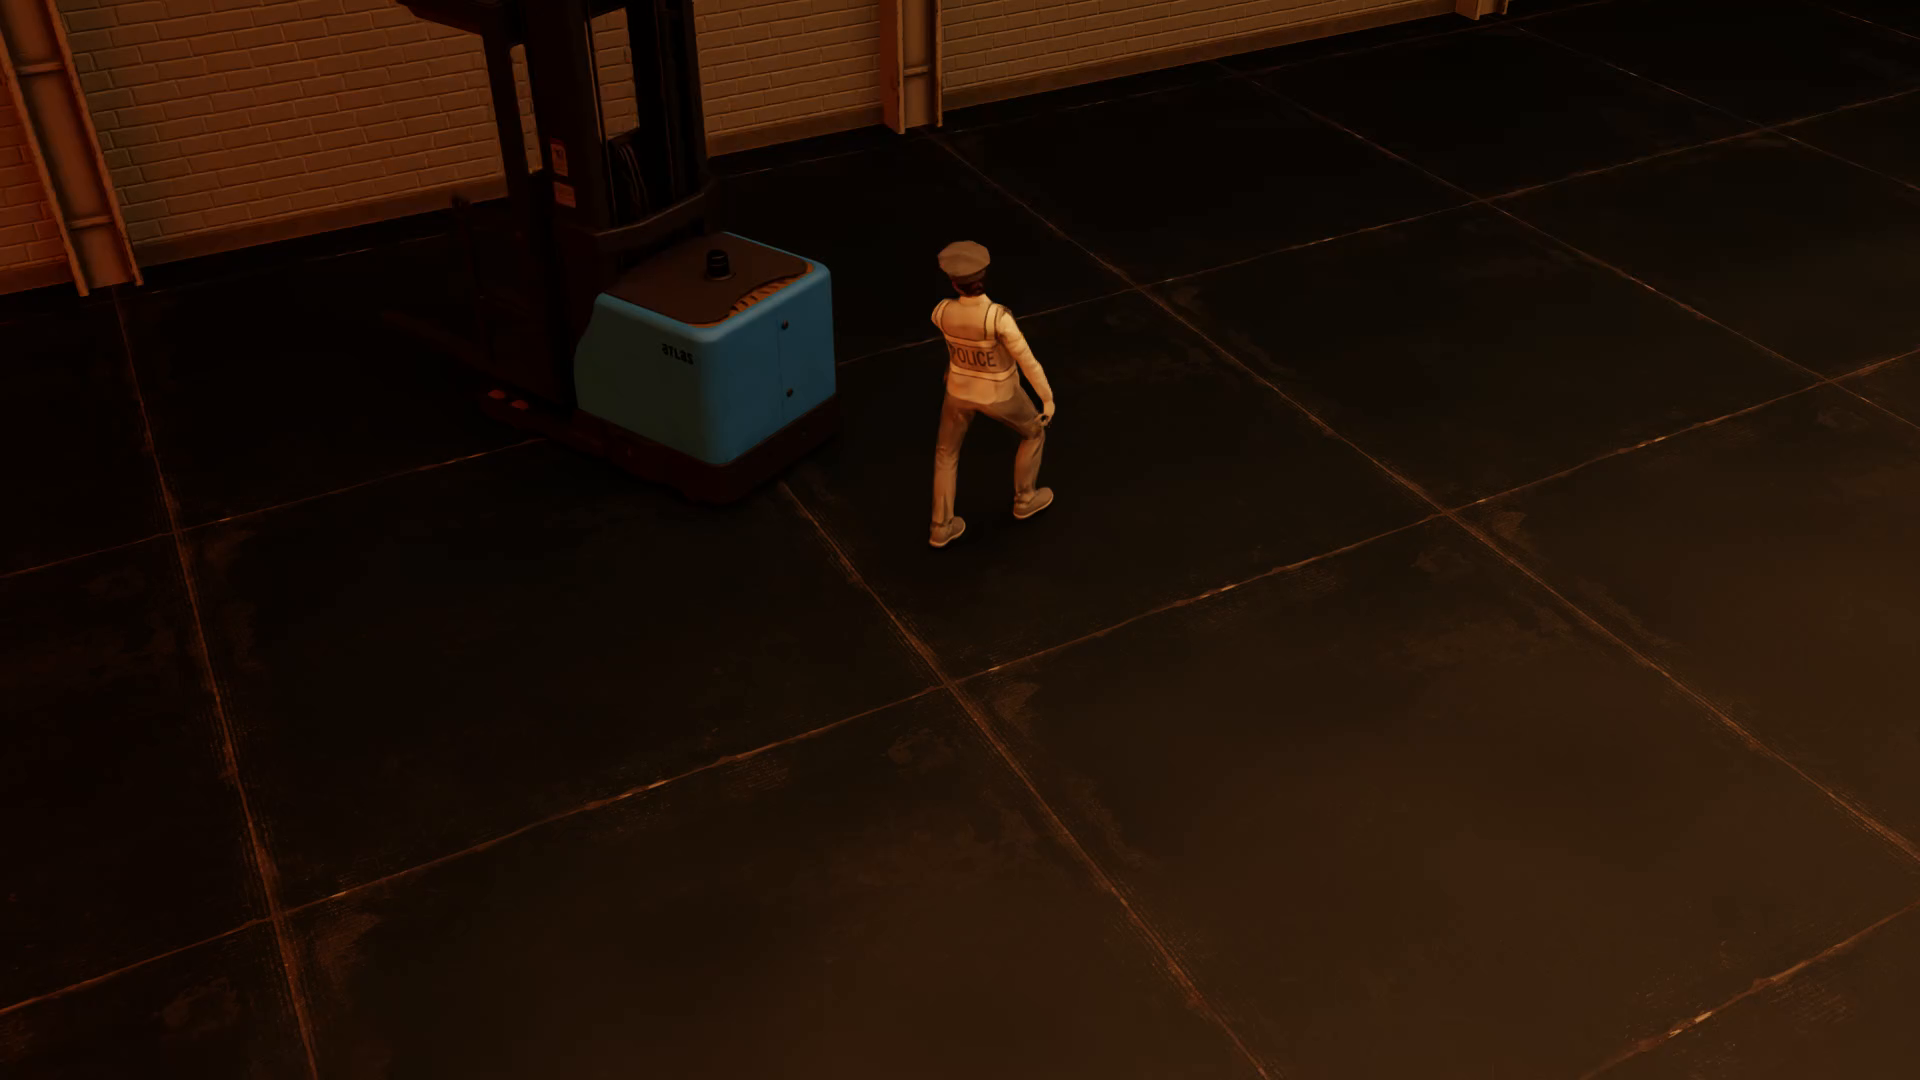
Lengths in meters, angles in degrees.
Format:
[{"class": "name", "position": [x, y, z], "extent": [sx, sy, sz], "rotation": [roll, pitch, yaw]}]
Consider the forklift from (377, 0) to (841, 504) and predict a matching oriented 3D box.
[{"class": "forklift", "position": [-2.171, -2.059, 9.036], "extent": [3.031, 2.935, 1.130], "rotation": [23, 41, 28]}]

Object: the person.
[{"class": "person", "position": [0.181, -0.766, 8.378], "extent": [0.639, 1.584, 0.775], "rotation": [9, 36, 13]}]
